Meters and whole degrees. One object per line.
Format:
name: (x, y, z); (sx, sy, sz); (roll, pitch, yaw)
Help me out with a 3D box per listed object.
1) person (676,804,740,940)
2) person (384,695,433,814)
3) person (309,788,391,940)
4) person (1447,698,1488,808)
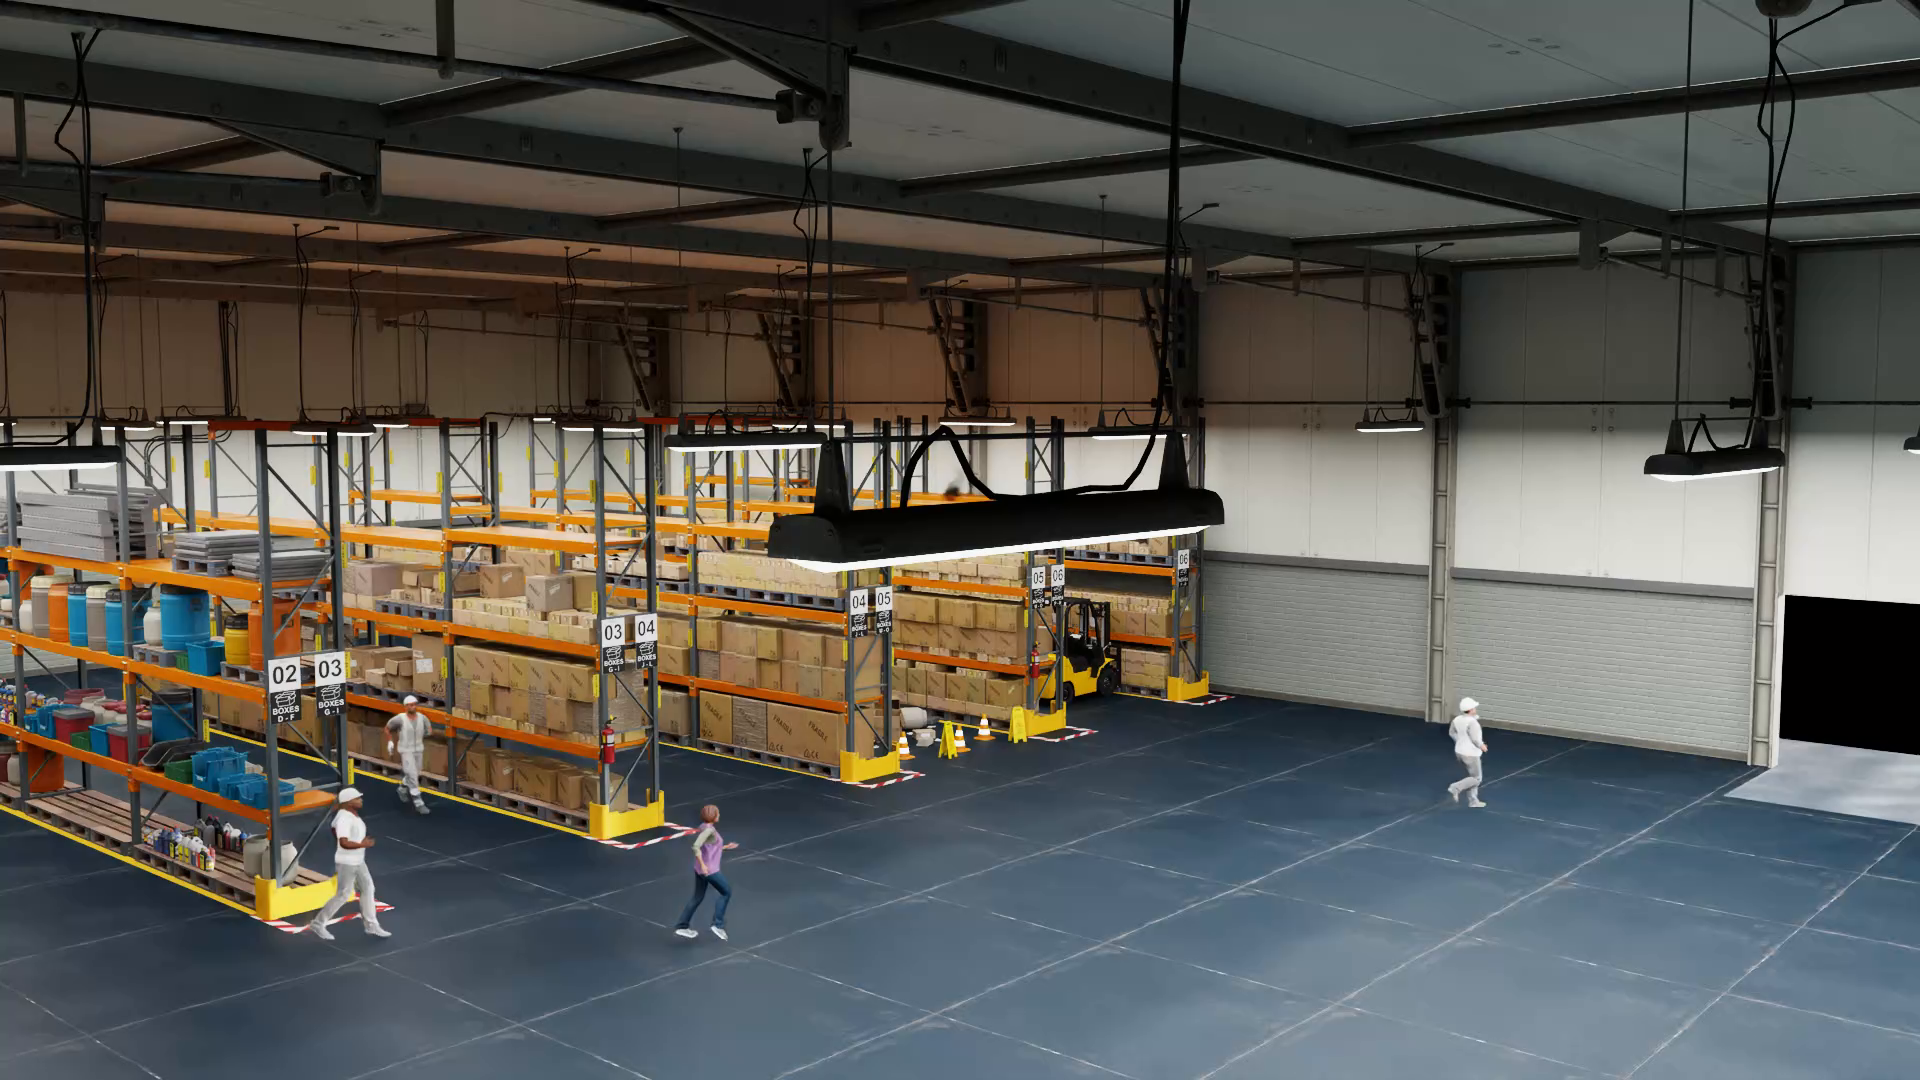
person: (-2.954, 3.911, 19.490); (0.783, 1.638, 0.499); (-2, 5, -27)
person: (-8.459, 3.272, 25.635); (0.971, 1.777, 0.663); (4, 6, 42)
person: (-7.184, 3.804, 19.590); (0.902, 1.774, 0.728); (-1, 5, -11)
person: (7.869, 3.316, 25.842); (0.733, 1.738, 0.651); (-2, 5, -18)
